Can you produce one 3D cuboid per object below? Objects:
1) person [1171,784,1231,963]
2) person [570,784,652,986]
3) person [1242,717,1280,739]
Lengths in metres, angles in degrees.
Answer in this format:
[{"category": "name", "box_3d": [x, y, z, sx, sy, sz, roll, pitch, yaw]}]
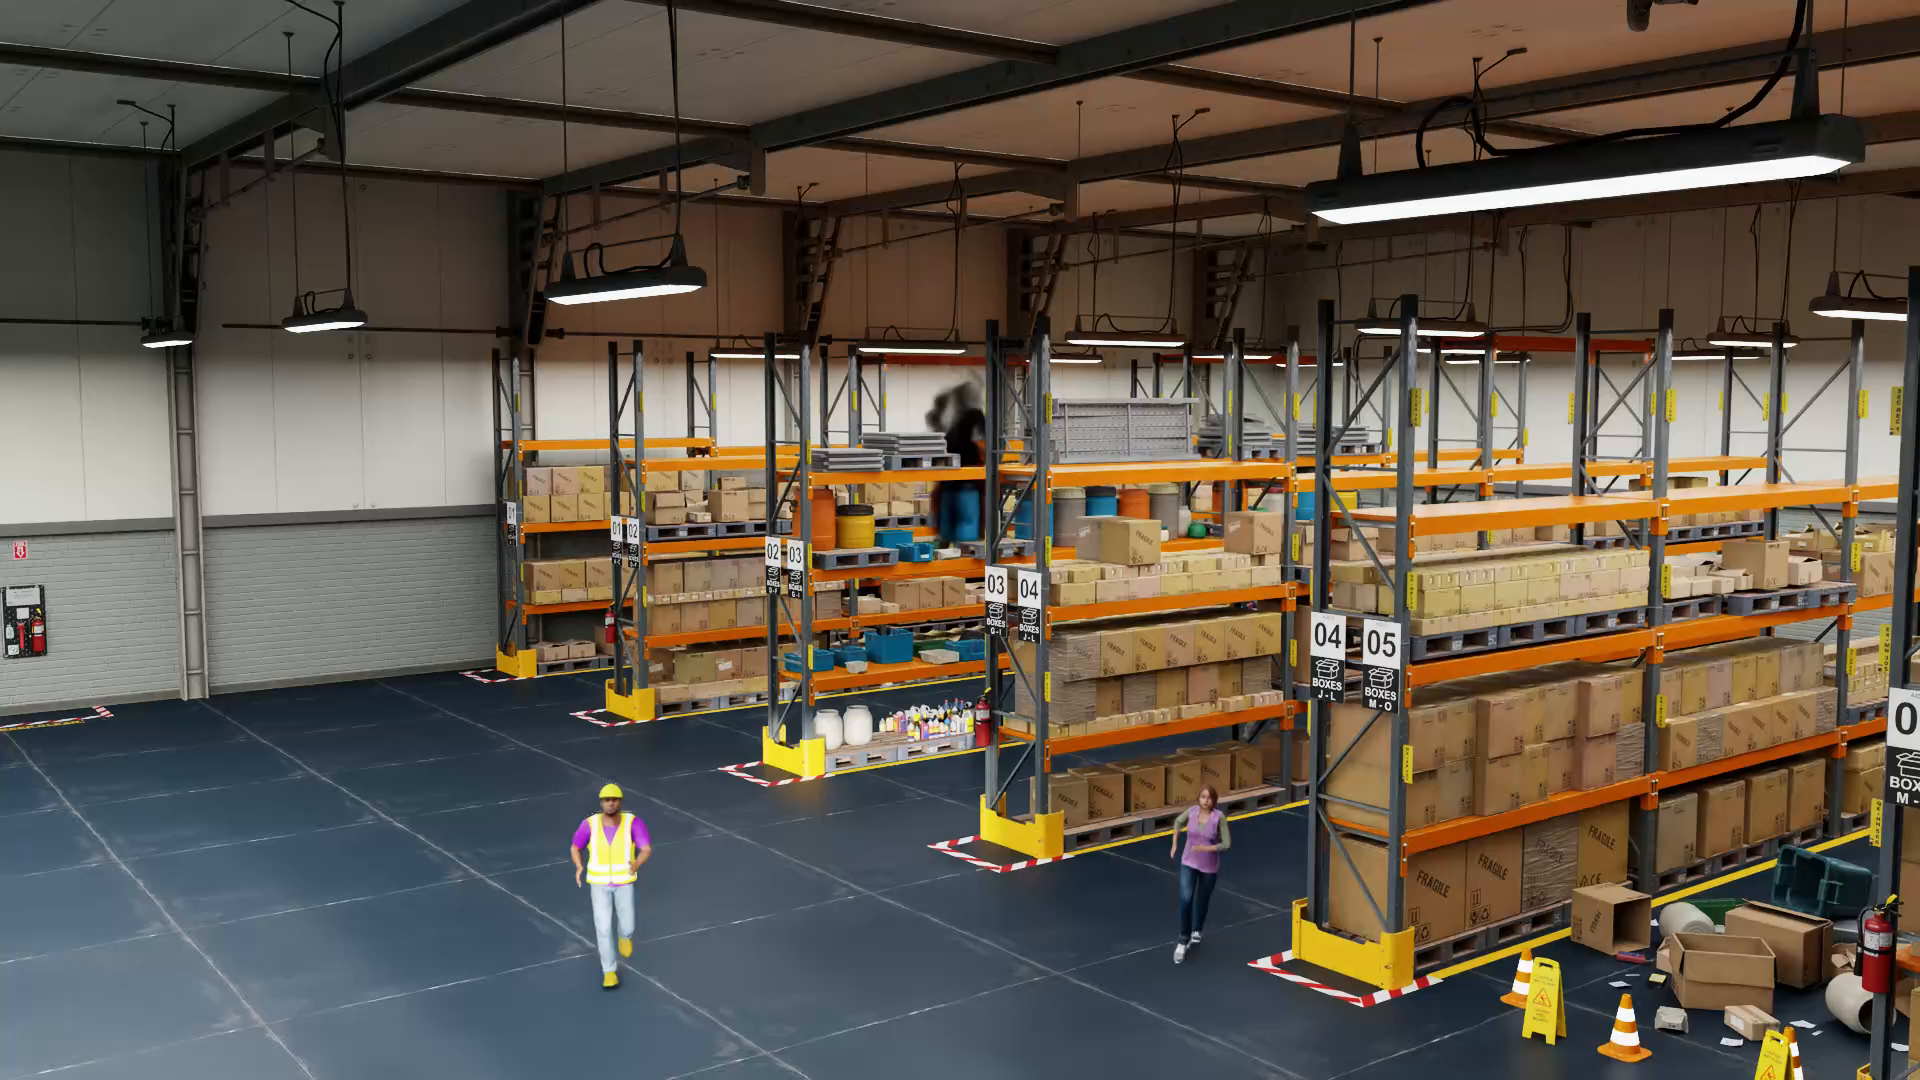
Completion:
[{"category": "person", "box_3d": [2.216, 3.029, 15.315, 0.546, 1.611, 0.648, 1, 5, 10]}, {"category": "person", "box_3d": [-3.087, 3.013, 14.724, 0.709, 1.729, 0.770, -1, 5, -10]}, {"category": "person", "box_3d": [4.565, 2.114, 25.125, 0.549, 1.755, 0.764, 4, 7, 42]}]
